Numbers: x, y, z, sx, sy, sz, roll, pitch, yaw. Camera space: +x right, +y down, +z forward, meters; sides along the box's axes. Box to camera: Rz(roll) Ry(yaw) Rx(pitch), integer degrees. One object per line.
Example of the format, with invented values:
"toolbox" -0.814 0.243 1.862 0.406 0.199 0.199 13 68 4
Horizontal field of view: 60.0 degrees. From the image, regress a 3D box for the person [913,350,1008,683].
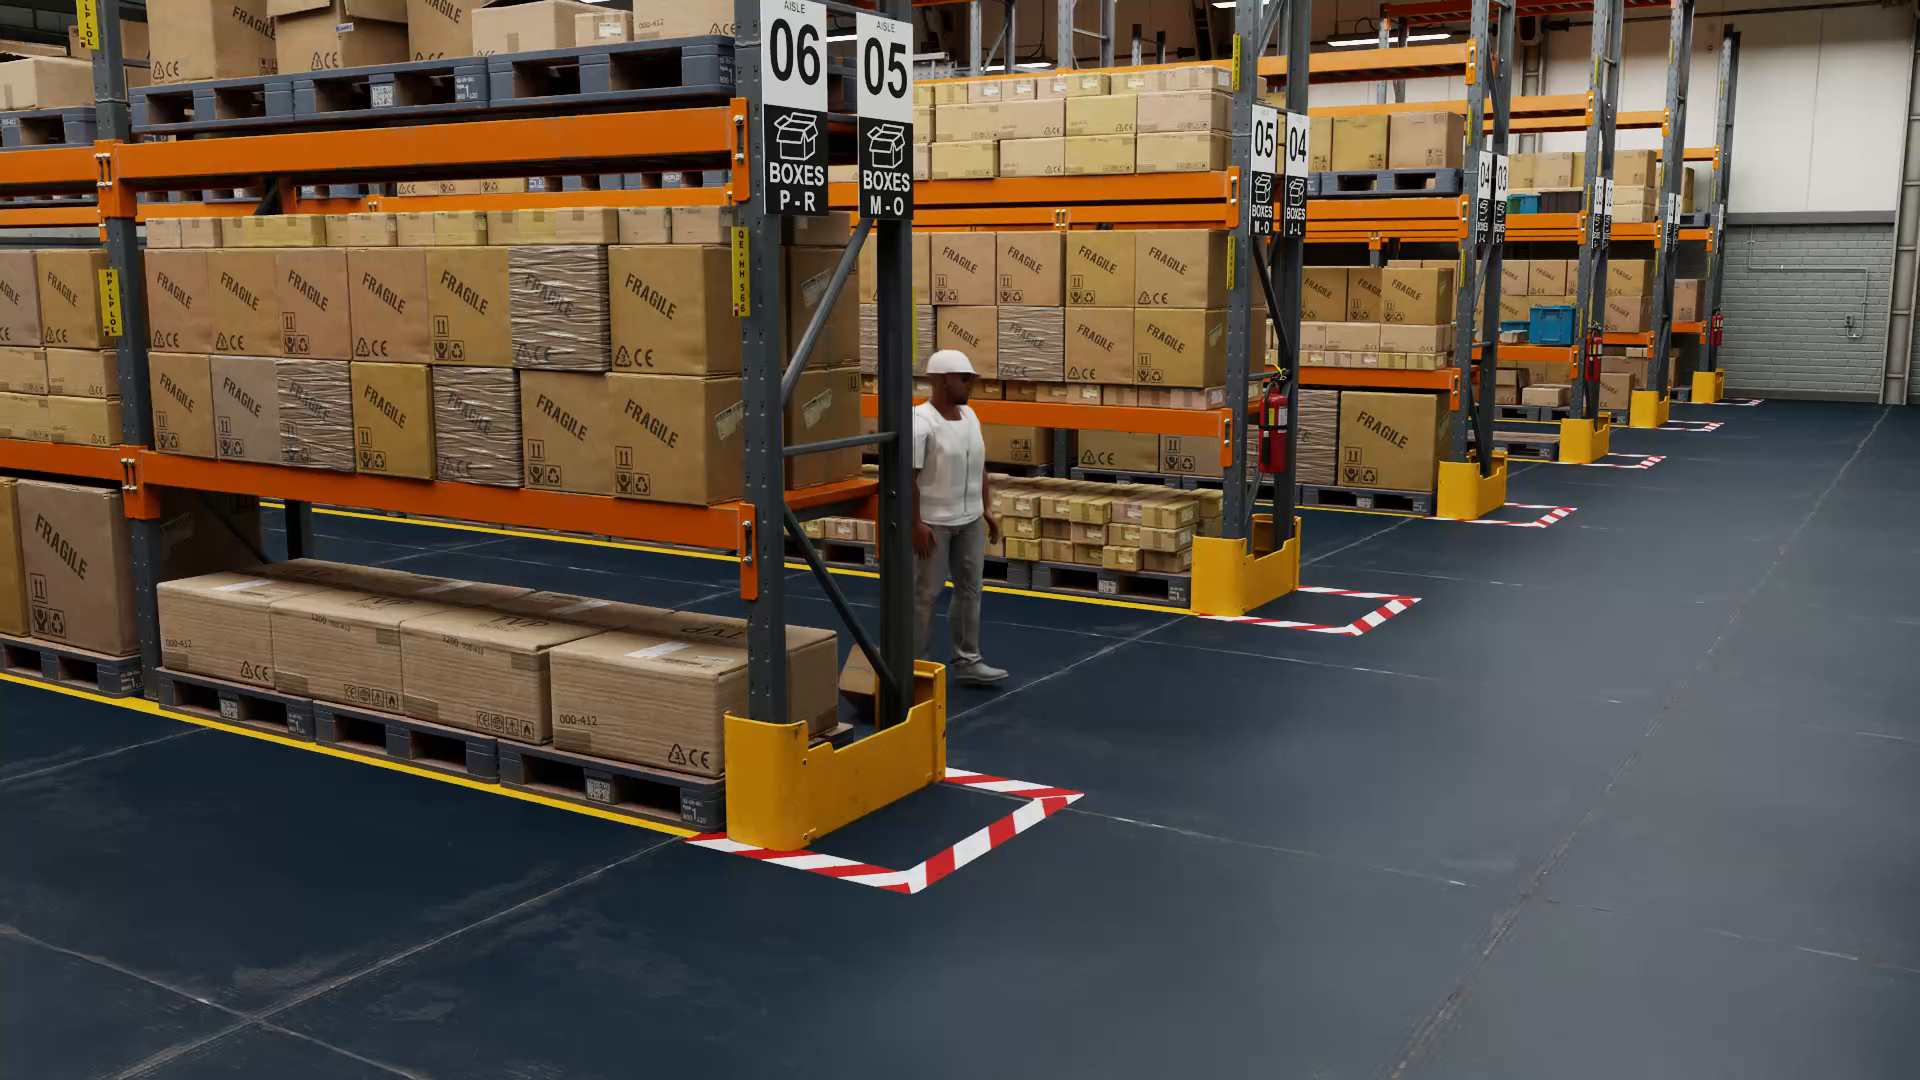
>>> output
"person" -0.047 -0.104 8.688 0.624 1.768 0.422 -9 13 -42
